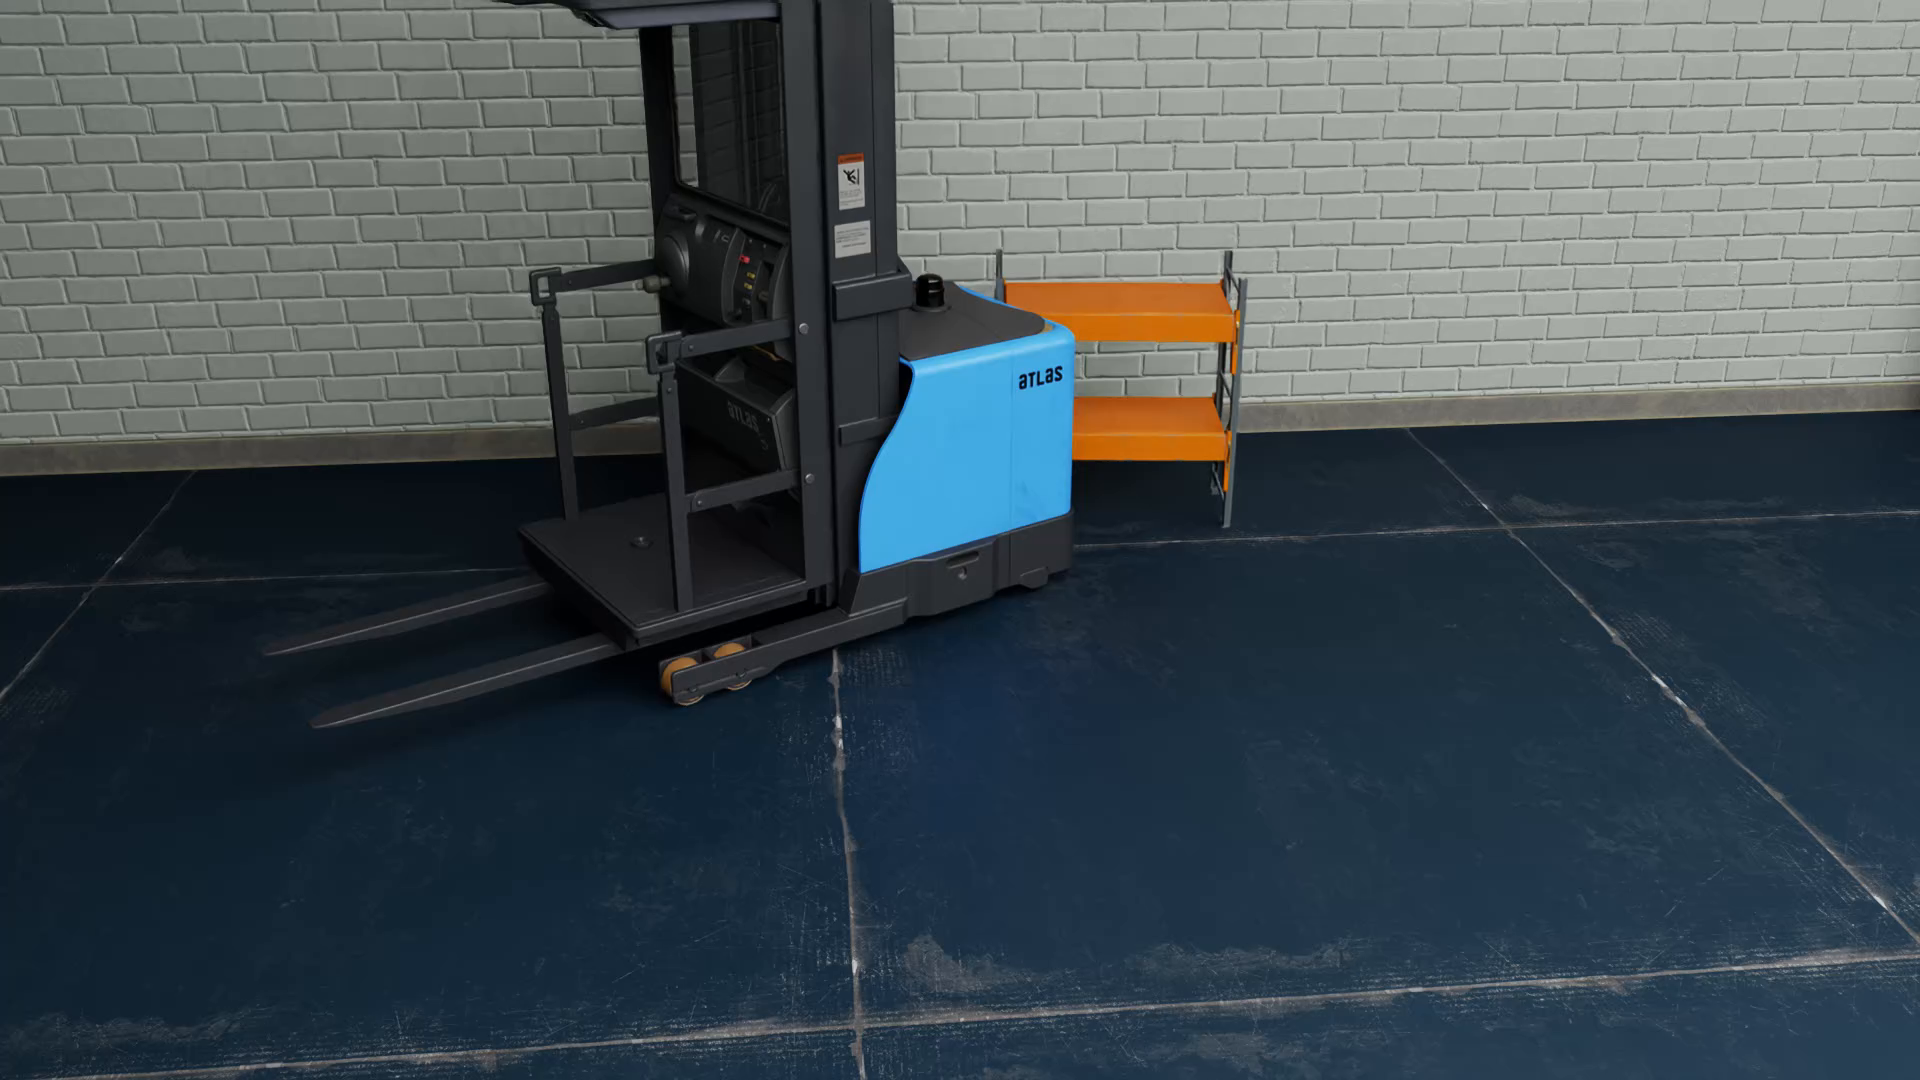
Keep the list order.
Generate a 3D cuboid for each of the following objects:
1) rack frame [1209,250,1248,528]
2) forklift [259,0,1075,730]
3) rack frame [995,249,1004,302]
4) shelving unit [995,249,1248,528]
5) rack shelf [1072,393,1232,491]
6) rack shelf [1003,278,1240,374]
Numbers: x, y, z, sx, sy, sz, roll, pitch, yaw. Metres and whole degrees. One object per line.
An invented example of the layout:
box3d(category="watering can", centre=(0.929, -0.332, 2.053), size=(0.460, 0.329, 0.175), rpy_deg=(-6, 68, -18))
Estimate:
box3d(category="rack frame", centre=(1.186, -0.669, 7.371), size=(0.032, 1.125, 0.500), rpy_deg=(0, 24, 1))
box3d(category="forklift", centre=(-1.034, -0.994, 5.878), size=(3.031, 2.935, 1.130), rpy_deg=(-16, 29, -32))
box3d(category="rack frame", centre=(0.169, -0.675, 7.385), size=(0.032, 1.125, 0.500), rpy_deg=(0, 24, 1))
box3d(category="shelving unit", centre=(0.678, -0.672, 7.378), size=(1.048, 1.125, 0.538), rpy_deg=(0, 24, 1))
box3d(category="rack shelf", centre=(0.678, -0.449, 7.477), size=(1.000, 0.278, 0.538), rpy_deg=(0, 24, 1))
box3d(category="rack shelf", centre=(0.678, -0.940, 7.259), size=(1.000, 0.278, 0.538), rpy_deg=(0, 24, 1))
